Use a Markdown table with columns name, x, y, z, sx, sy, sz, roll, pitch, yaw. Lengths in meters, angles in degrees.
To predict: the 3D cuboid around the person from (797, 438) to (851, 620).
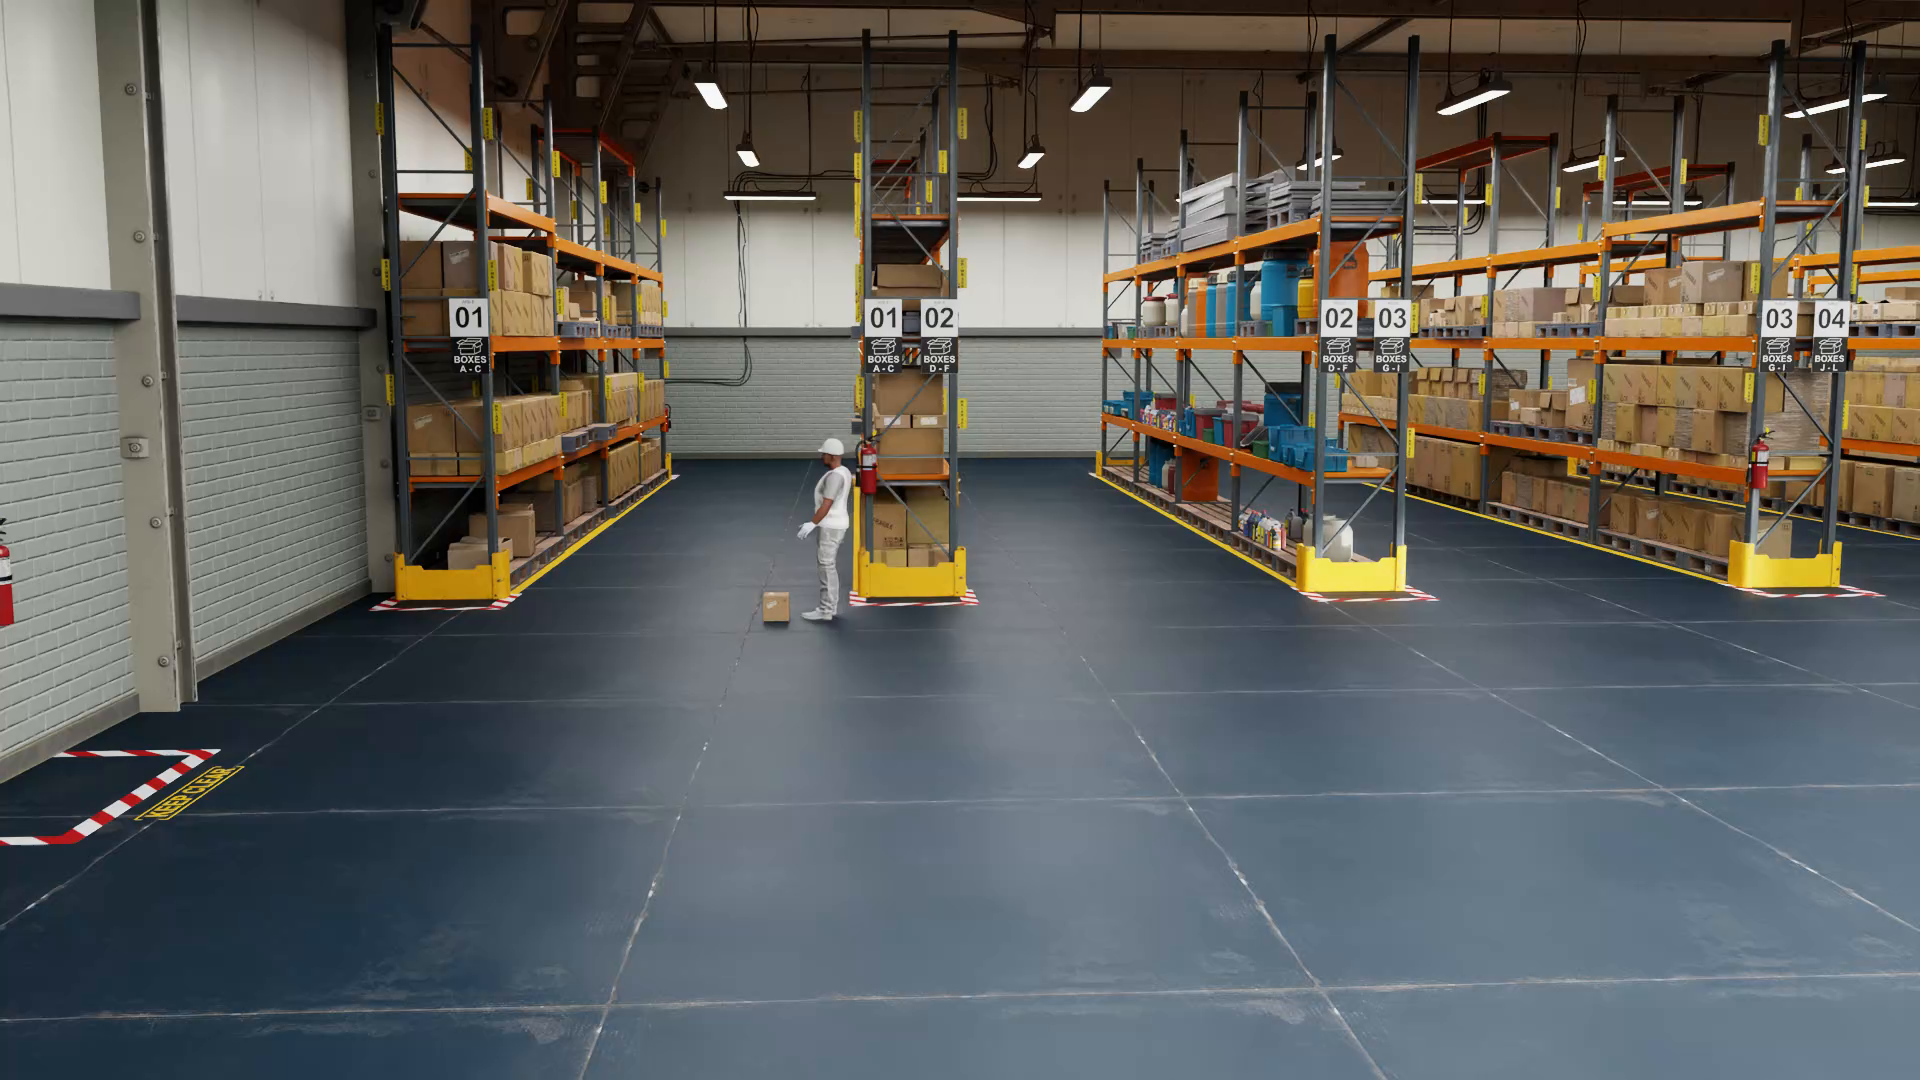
| name | x | y | z | sx | sy | sz | roll | pitch | yaw |
| --- | --- | --- | --- | --- | --- | --- | --- | --- | --- |
| person | -1.330 | -0.099 | 16.402 | 0.494 | 1.810 | 0.572 | 0 | 7 | 3 |
